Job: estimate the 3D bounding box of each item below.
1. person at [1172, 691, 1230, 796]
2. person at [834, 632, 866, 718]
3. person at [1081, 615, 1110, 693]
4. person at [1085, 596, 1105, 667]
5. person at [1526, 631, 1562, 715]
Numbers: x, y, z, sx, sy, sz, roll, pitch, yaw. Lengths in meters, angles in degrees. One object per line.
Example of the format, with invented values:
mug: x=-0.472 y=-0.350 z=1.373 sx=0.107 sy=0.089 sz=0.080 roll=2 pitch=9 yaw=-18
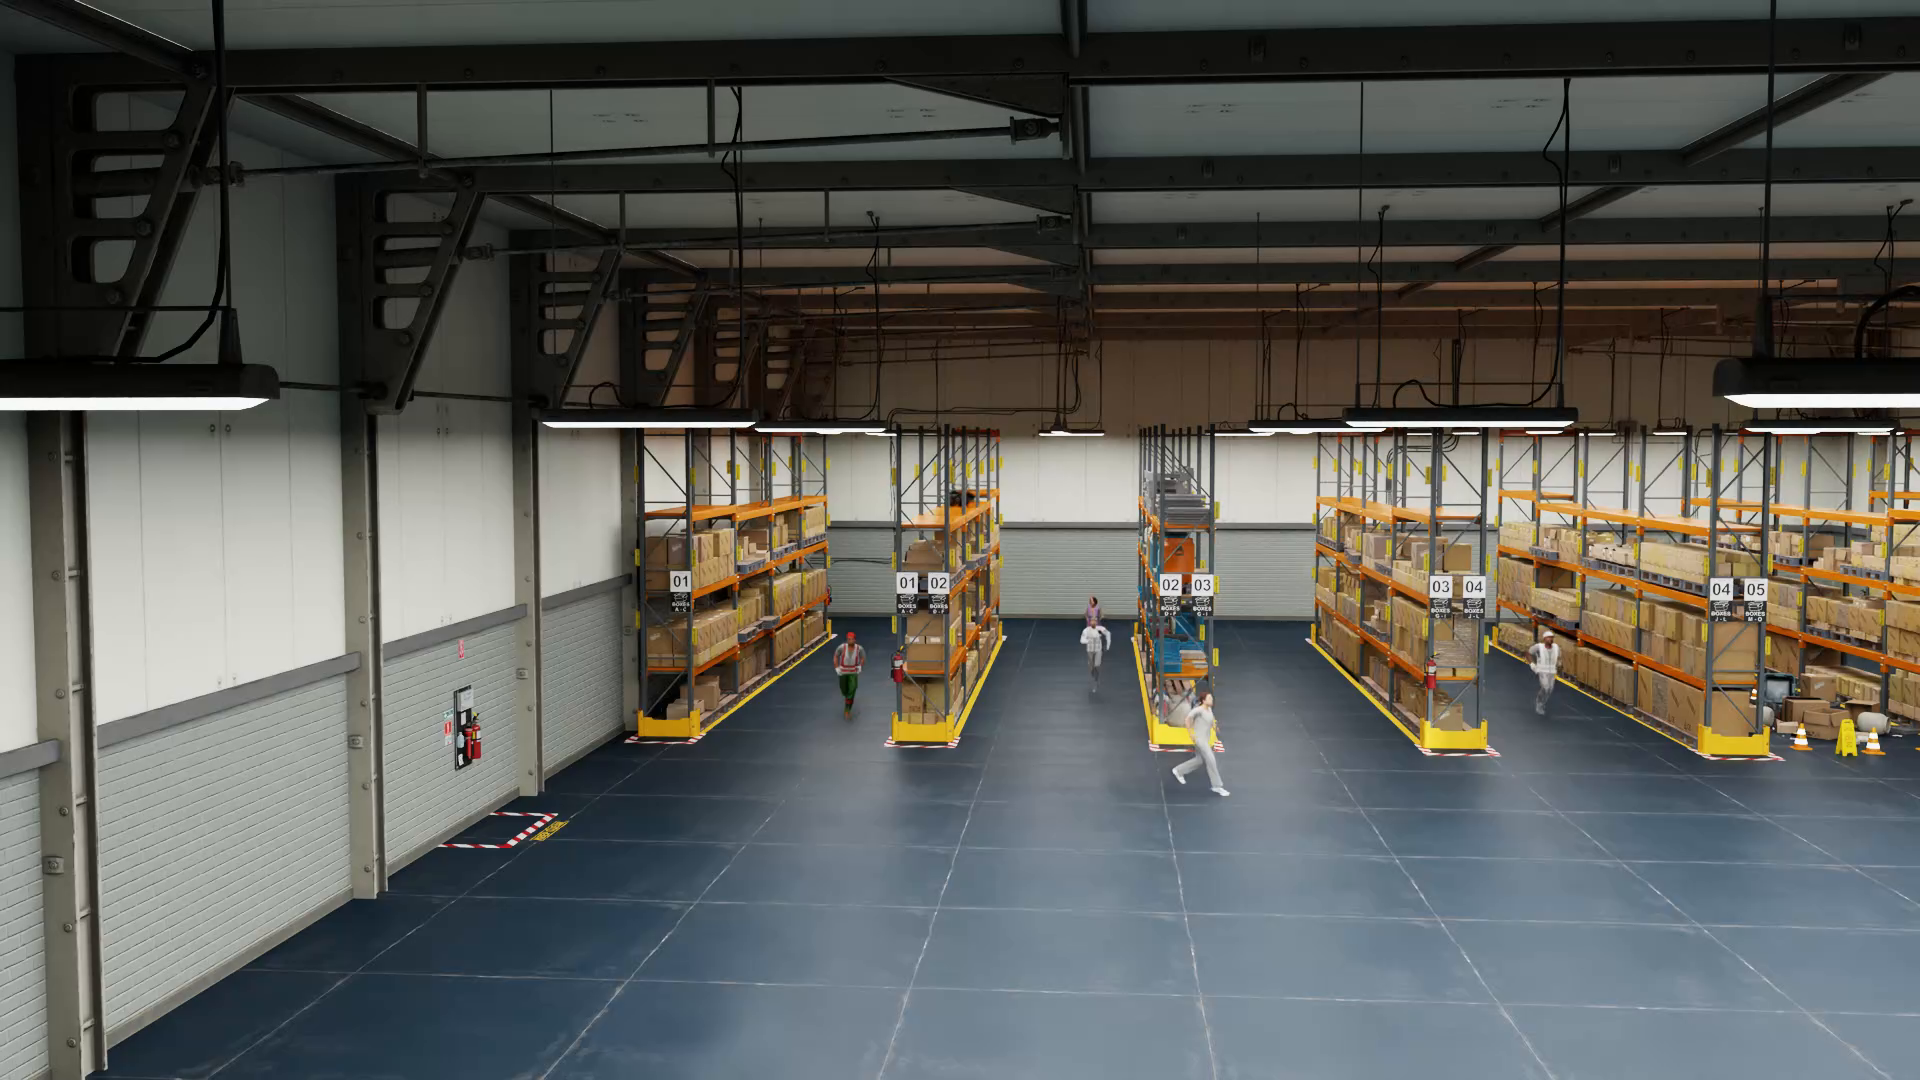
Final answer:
person: x=3.900 y=3.256 z=26.856 sx=0.961 sy=1.664 sz=0.587 roll=2 pitch=4 yaw=35
person: x=-2.288 y=2.768 z=34.532 sx=0.662 sy=1.761 sz=0.896 roll=0 pitch=3 yaw=-3
person: x=2.975 y=2.475 z=36.523 sx=0.639 sy=1.710 sz=0.803 roll=1 pitch=4 yaw=8
person: x=3.266 y=2.207 z=40.389 sx=0.508 sy=1.689 sz=0.694 roll=1 pitch=4 yaw=13
person: x=12.119 y=2.743 z=34.342 sx=0.673 sy=1.733 sz=0.693 roll=-1 pitch=4 yaw=-10
